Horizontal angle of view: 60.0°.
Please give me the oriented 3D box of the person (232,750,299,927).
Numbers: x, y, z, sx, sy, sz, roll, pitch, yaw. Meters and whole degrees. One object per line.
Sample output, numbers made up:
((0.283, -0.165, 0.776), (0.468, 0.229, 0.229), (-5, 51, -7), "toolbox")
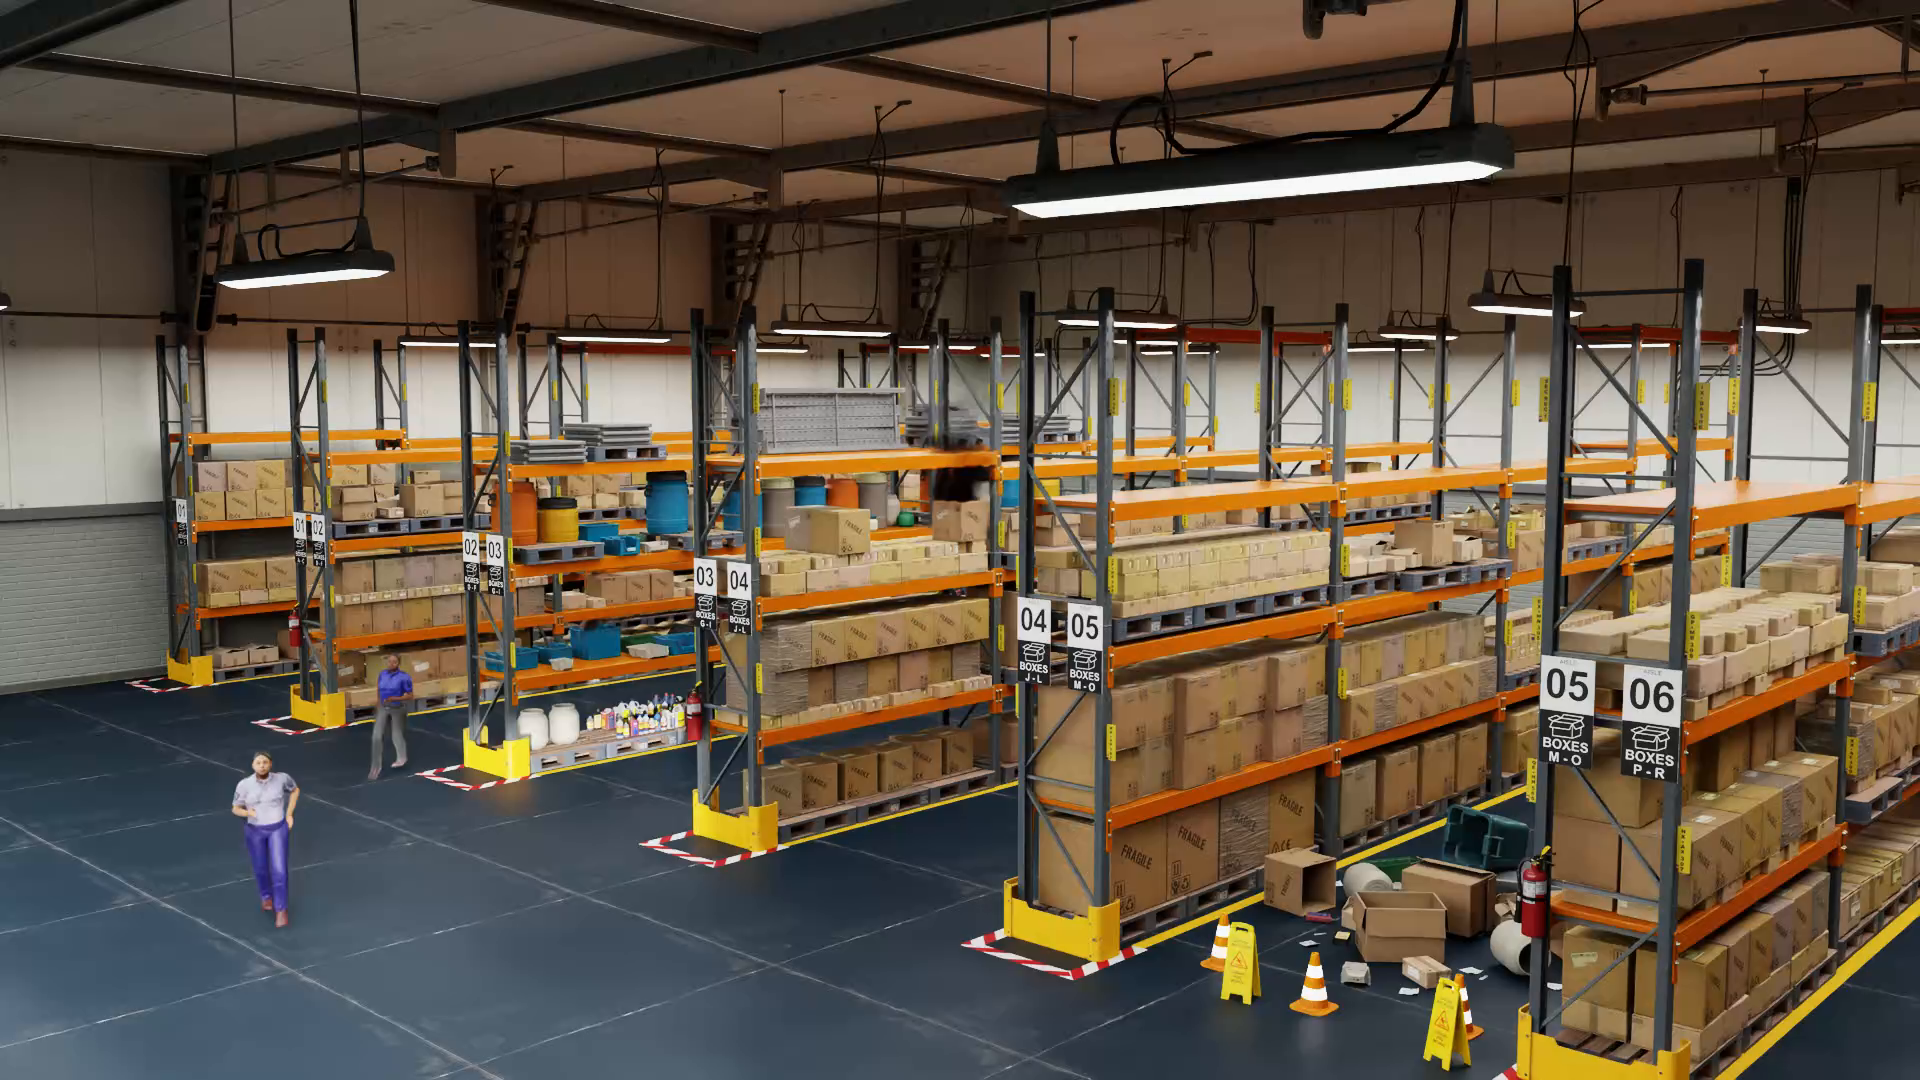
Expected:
((-6.665, 2.868, 15.989), (0.583, 1.695, 0.746), (-2, 6, -18), "person")

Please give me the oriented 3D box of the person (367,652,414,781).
((-7.460, 2.306, 21.982), (0.569, 1.683, 0.801), (0, 5, 3), "person")

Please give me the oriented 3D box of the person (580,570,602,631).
((-6.851, 1.396, 31.029), (0.578, 1.680, 0.882), (4, 7, 39), "person")
